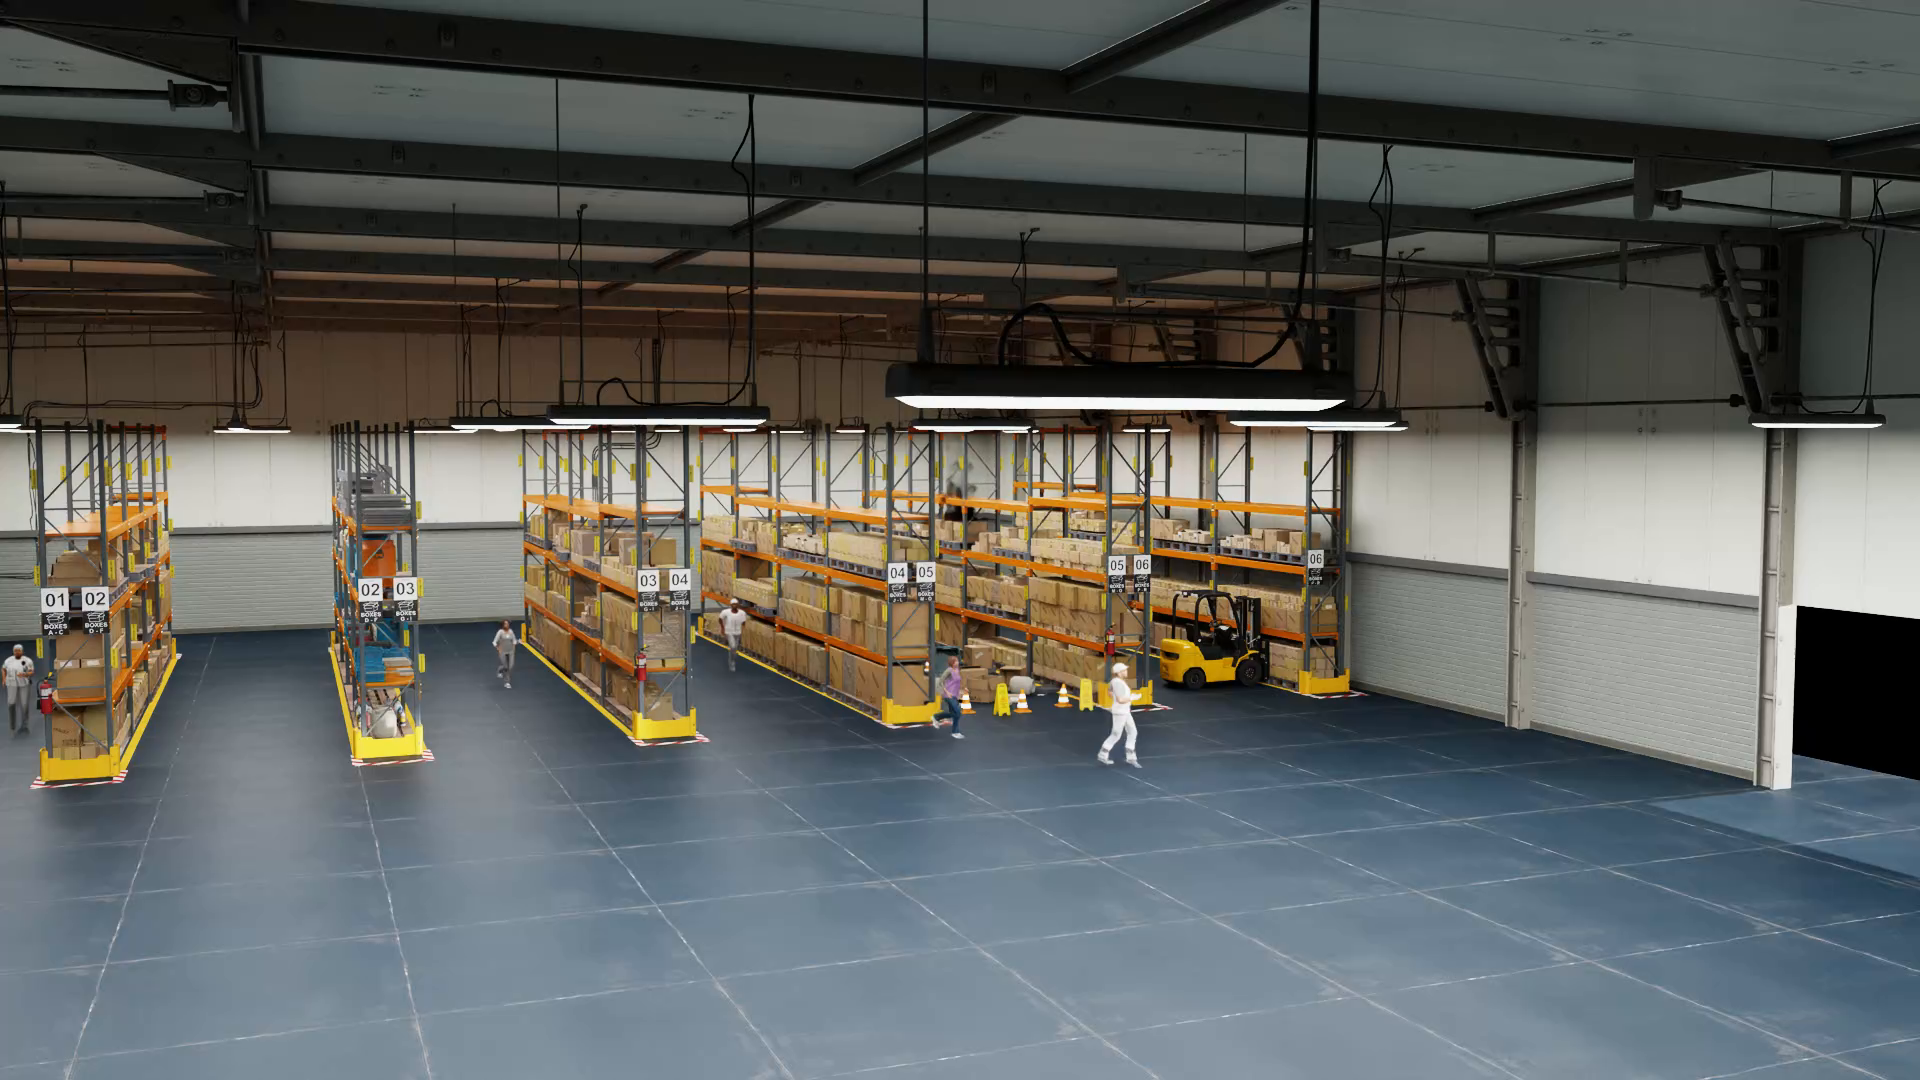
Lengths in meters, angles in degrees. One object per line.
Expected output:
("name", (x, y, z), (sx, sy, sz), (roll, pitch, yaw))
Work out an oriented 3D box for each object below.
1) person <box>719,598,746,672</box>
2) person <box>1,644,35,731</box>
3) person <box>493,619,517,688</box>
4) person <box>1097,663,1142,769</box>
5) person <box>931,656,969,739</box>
("person", (-5.530, 2.316, 40.682), (0.606, 1.801, 0.839), (-2, 4, -32))
("person", (-18.368, 2.871, 32.431), (0.581, 1.674, 0.680), (-2, 4, -26))
("person", (-10.347, 2.585, 37.896), (0.537, 1.558, 0.505), (-2, 4, -34))
("person", (2.752, 3.029, 28.630), (0.774, 1.840, 0.639), (1, 4, 15))
("person", (-0.241, 2.980, 31.620), (0.753, 1.555, 0.526), (2, 4, 26))
